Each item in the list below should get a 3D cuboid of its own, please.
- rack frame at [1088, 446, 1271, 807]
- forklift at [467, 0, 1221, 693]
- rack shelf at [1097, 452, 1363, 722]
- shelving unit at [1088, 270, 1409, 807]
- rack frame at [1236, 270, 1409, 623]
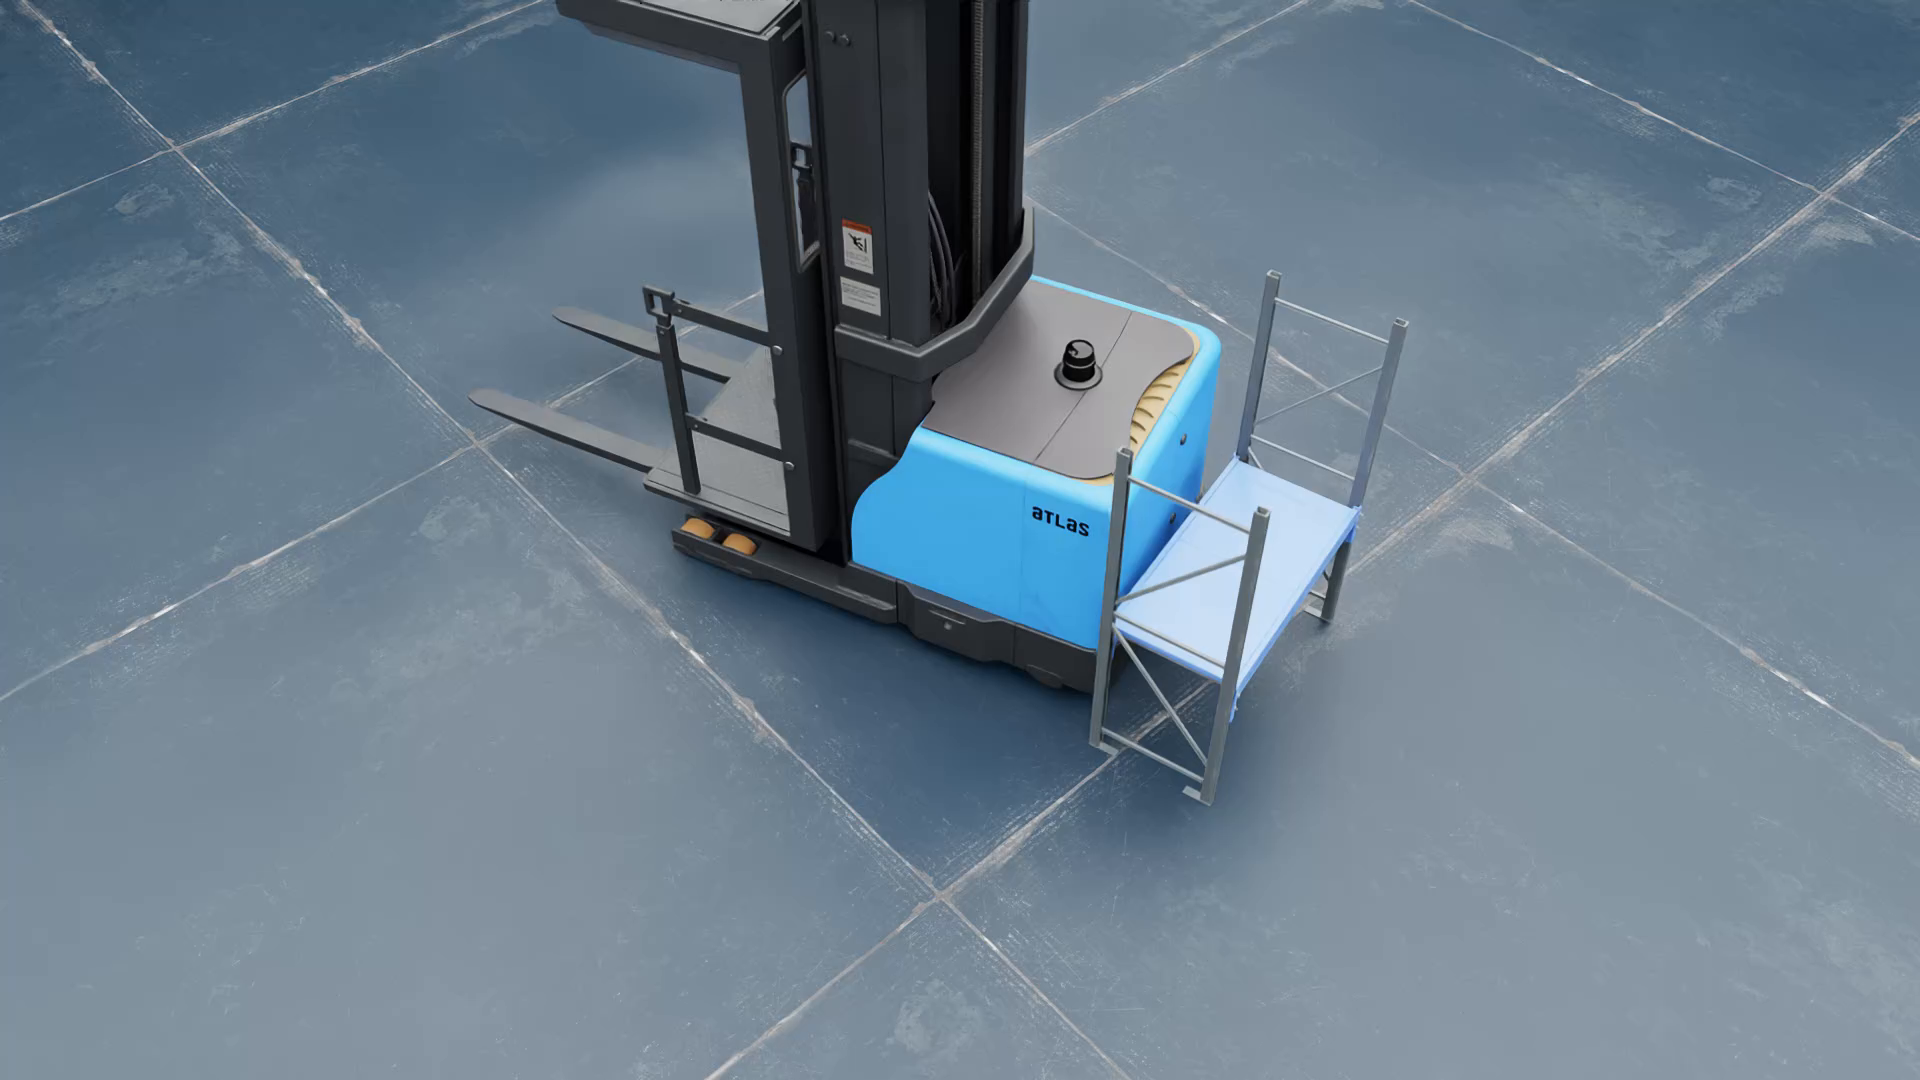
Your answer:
[{"bbox_3d":[0.689,0.333,5.476,0.500,1.500,0.032,26,52,22],"label":"rack frame"},{"bbox_3d":[-0.589,-1.184,5.902,3.031,2.935,1.130,20,50,17],"label":"forklift"},{"bbox_3d":[0.968,0.142,5.896,0.538,0.185,1.000,26,52,22],"label":"rack shelf"},{"bbox_3d":[0.968,0.020,5.764,0.538,1.500,1.048,26,52,22],"label":"shelving unit"},{"bbox_3d":[1.247,-0.293,6.053,0.500,1.500,0.032,26,52,22],"label":"rack frame"}]
